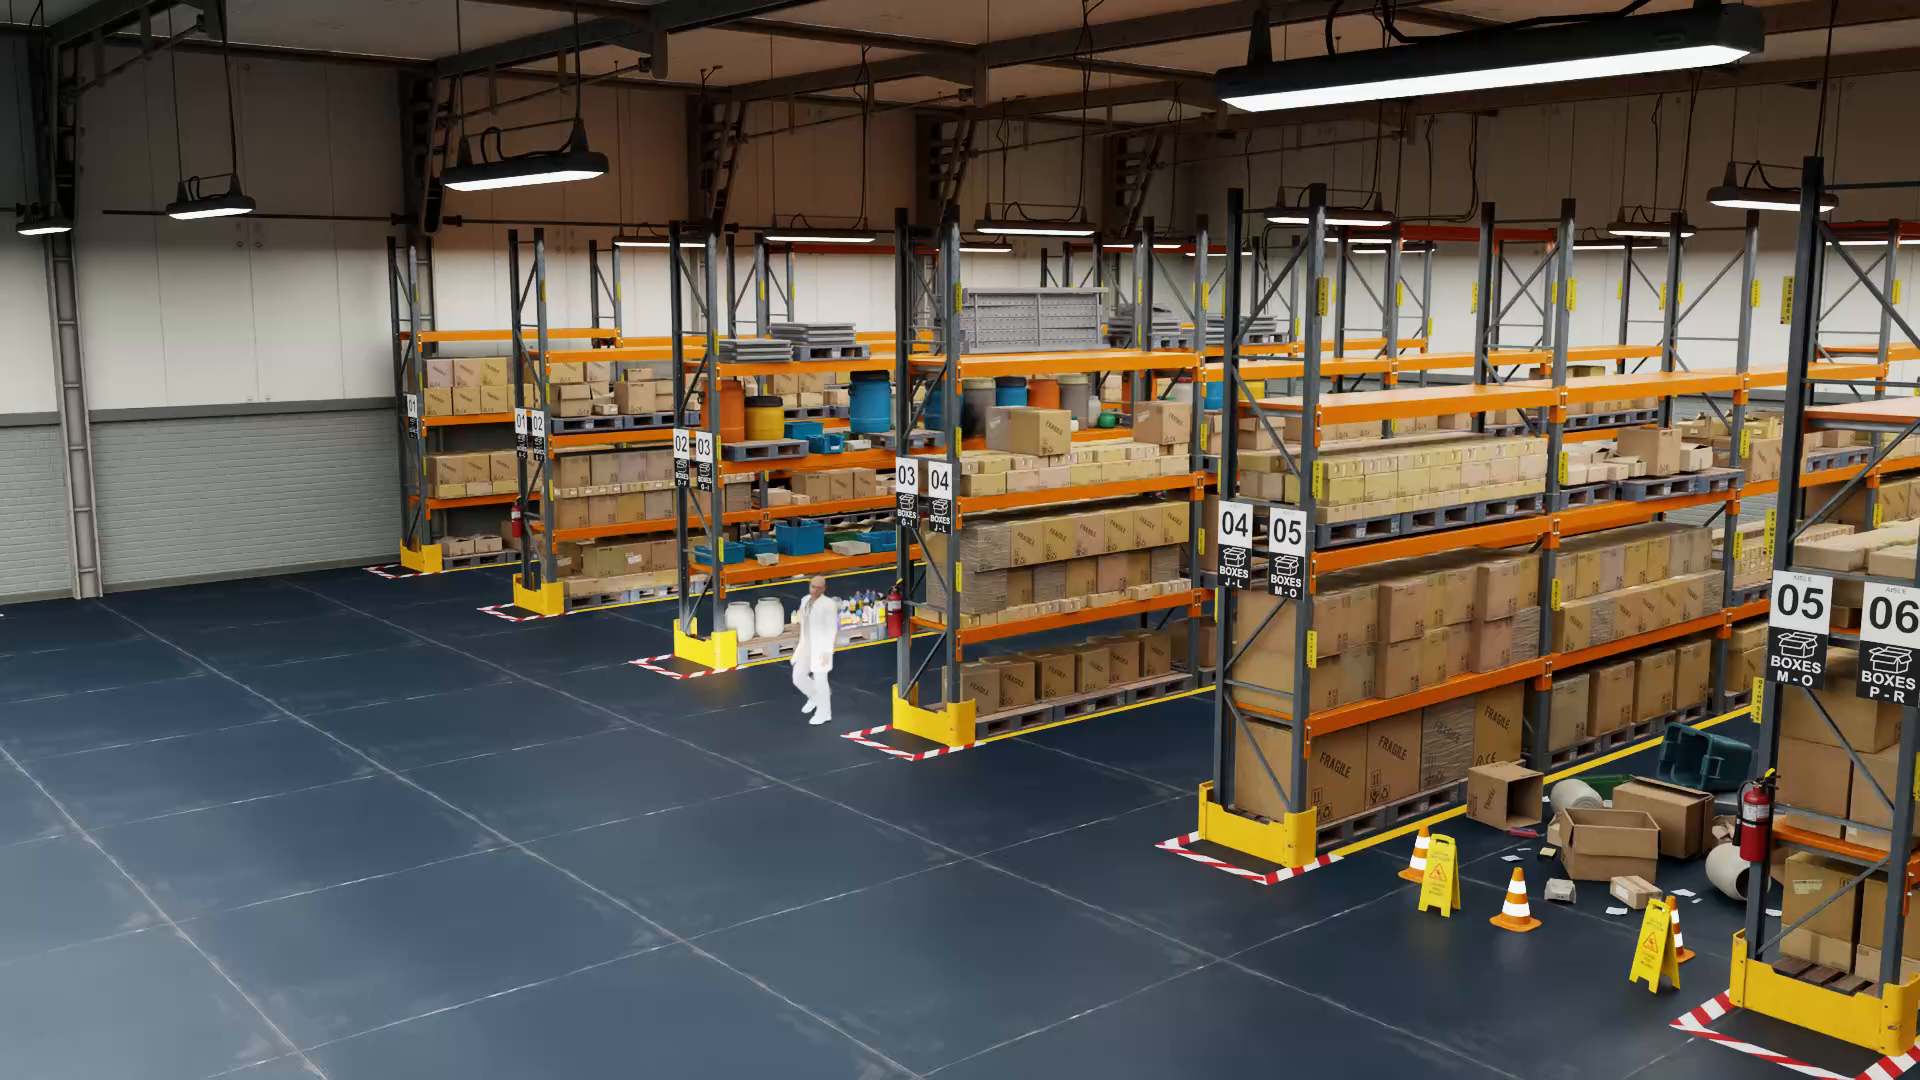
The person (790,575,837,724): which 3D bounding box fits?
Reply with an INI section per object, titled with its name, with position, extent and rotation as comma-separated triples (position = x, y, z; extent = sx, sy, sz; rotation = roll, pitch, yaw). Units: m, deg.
[person]
position = -1.677, 1.282, 19.596
extent = 0.658, 1.772, 0.577
rotation = 6, 11, 34
